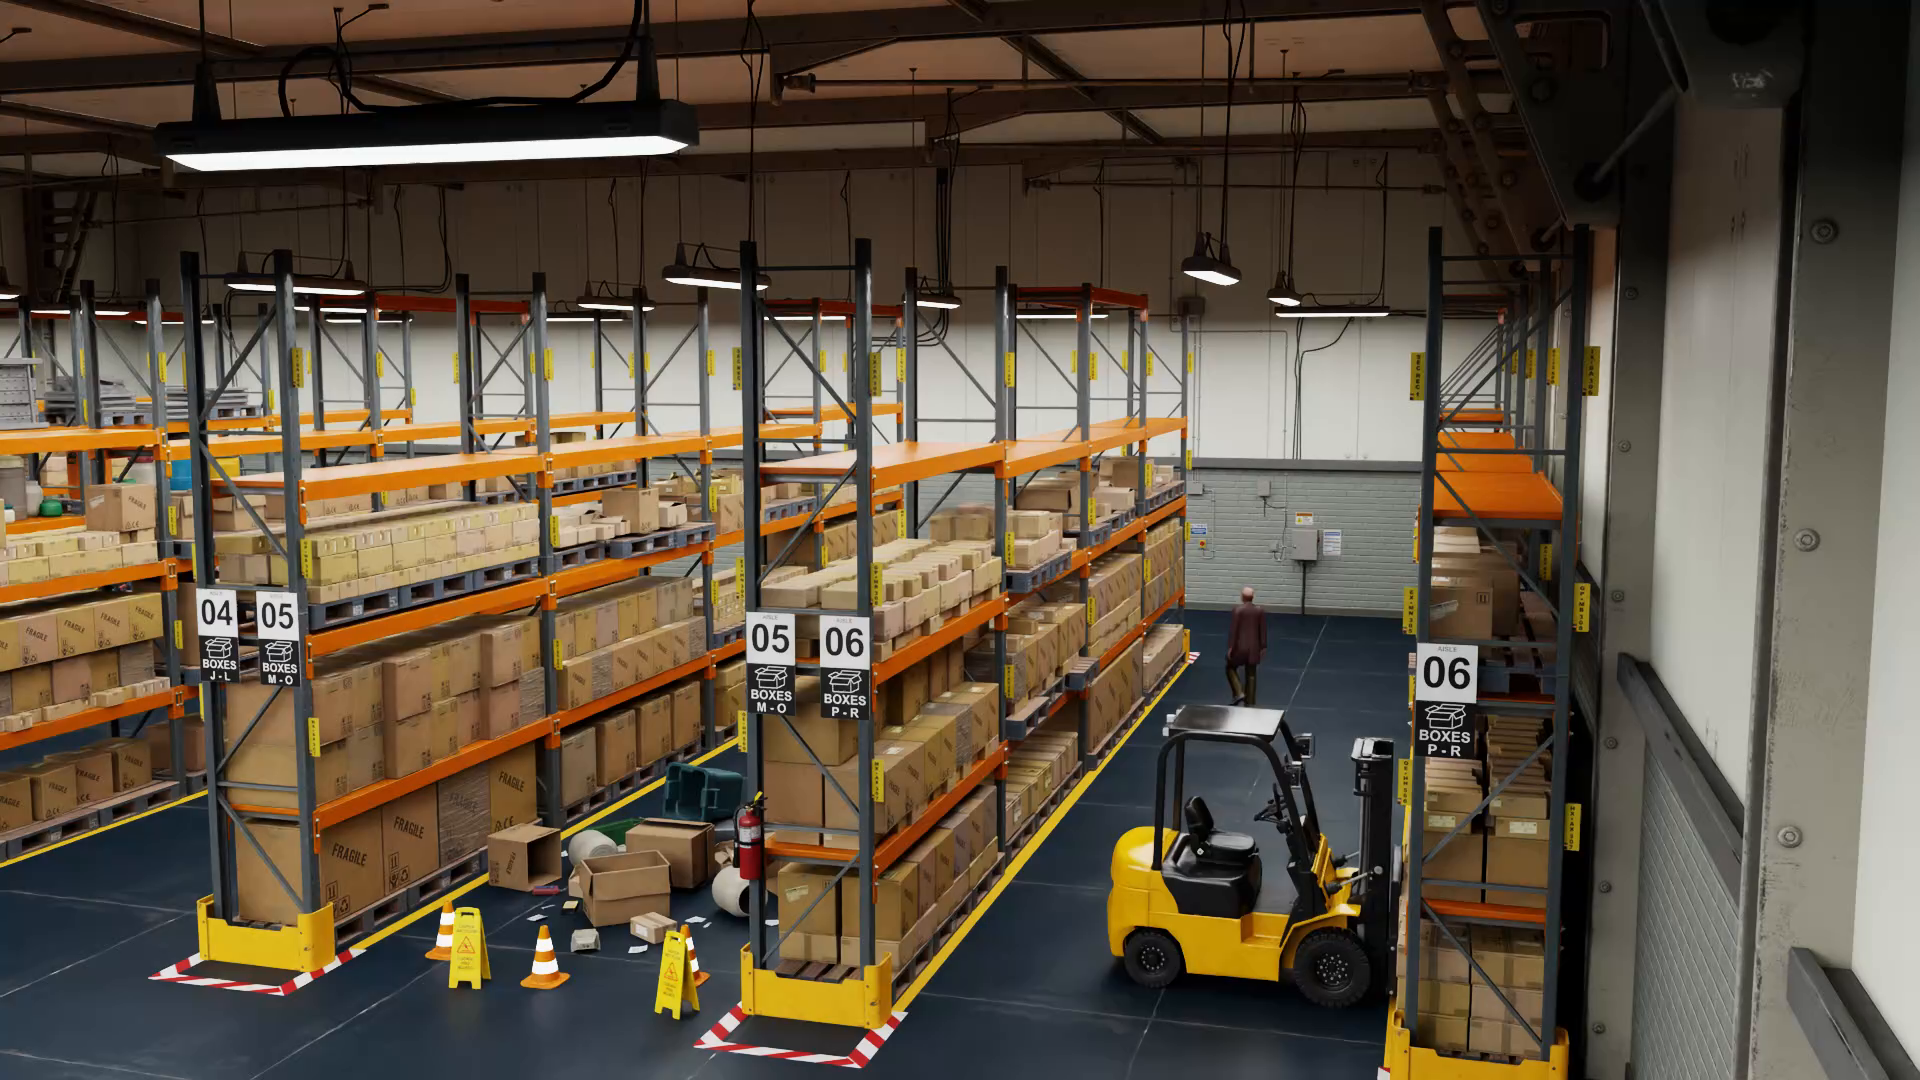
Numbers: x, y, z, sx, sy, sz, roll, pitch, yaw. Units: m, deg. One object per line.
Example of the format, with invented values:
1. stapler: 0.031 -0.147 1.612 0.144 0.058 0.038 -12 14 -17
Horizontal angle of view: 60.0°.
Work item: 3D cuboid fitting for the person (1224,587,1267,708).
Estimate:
1. person: 4.173 1.575 24.187 0.638 1.779 0.532 -1 7 -13
